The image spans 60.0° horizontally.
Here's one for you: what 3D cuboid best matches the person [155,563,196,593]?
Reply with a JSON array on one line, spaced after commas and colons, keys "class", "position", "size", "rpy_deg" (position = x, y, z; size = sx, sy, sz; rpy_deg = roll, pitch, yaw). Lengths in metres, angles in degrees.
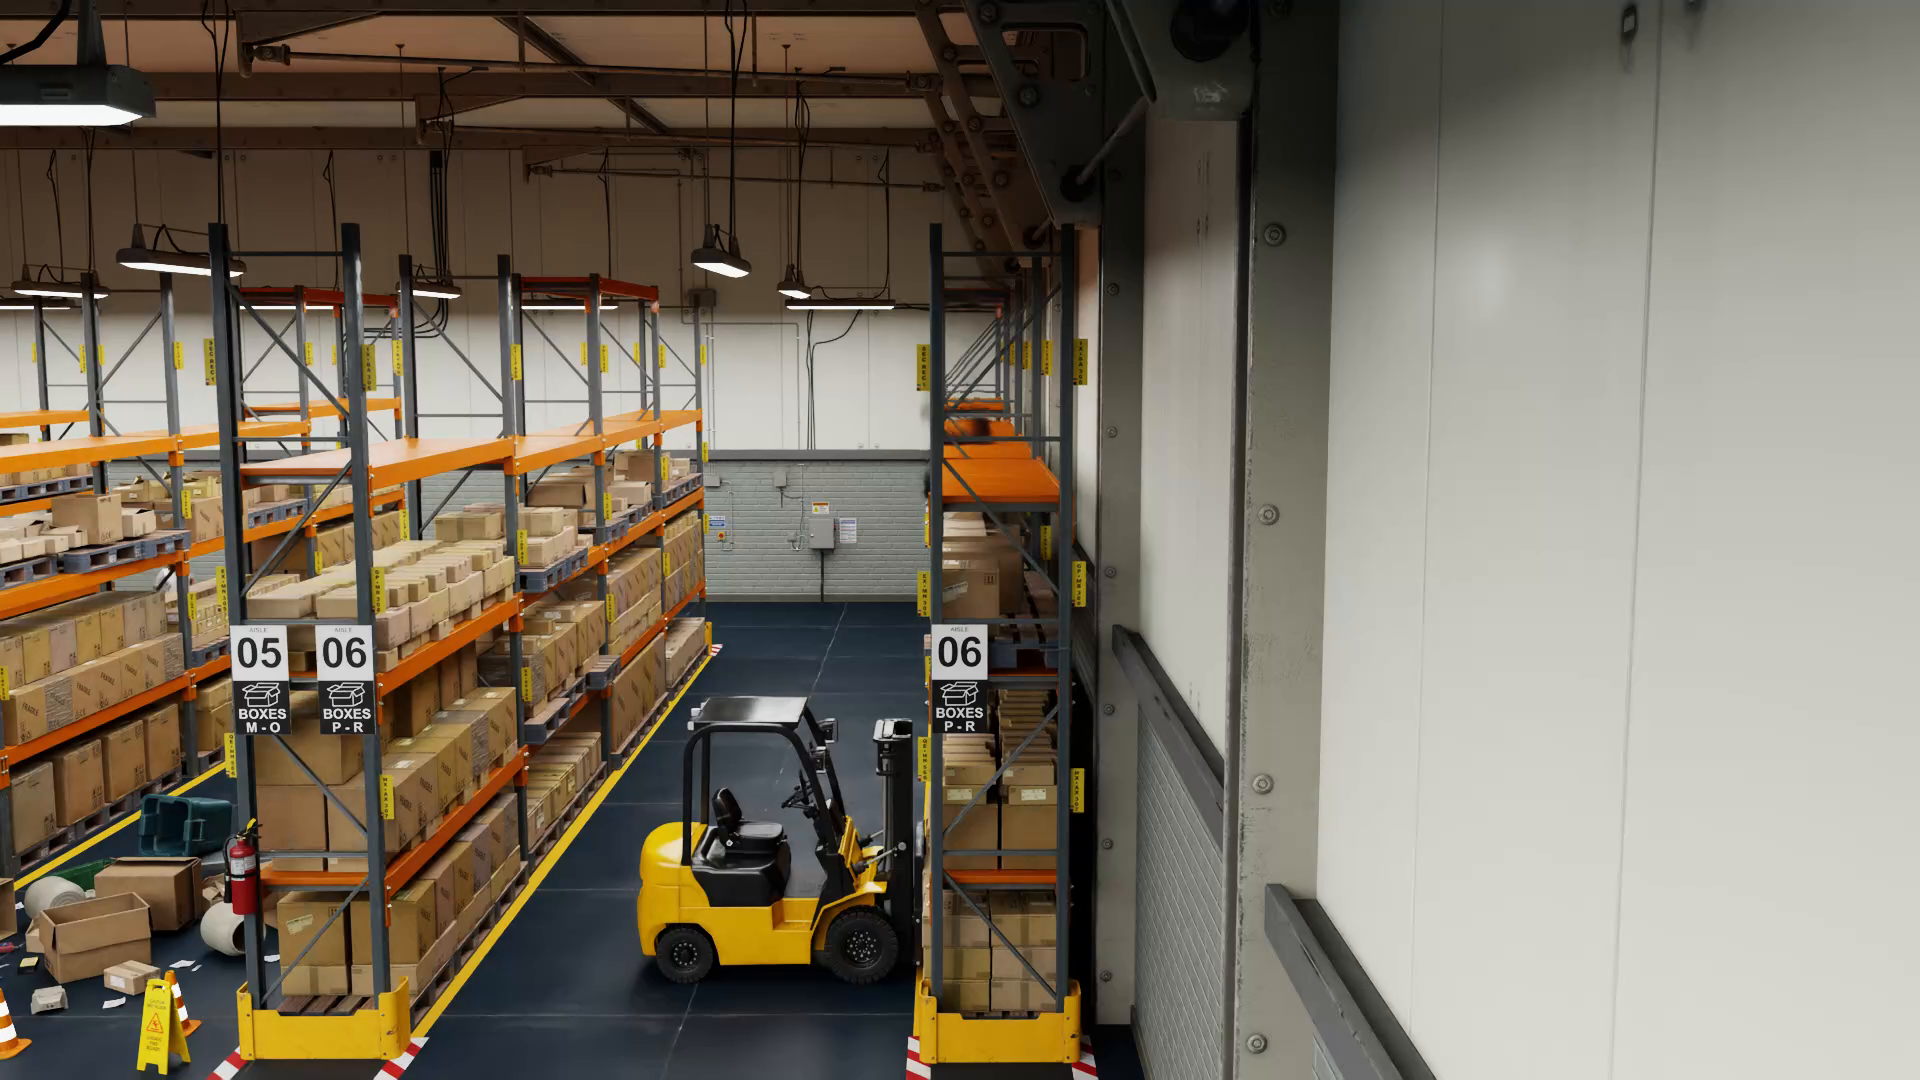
[{"class": "person", "position": [-13.233, 1.029, 28.240], "size": [0.538, 1.694, 0.730], "rpy_deg": [5, 8, 36]}]
